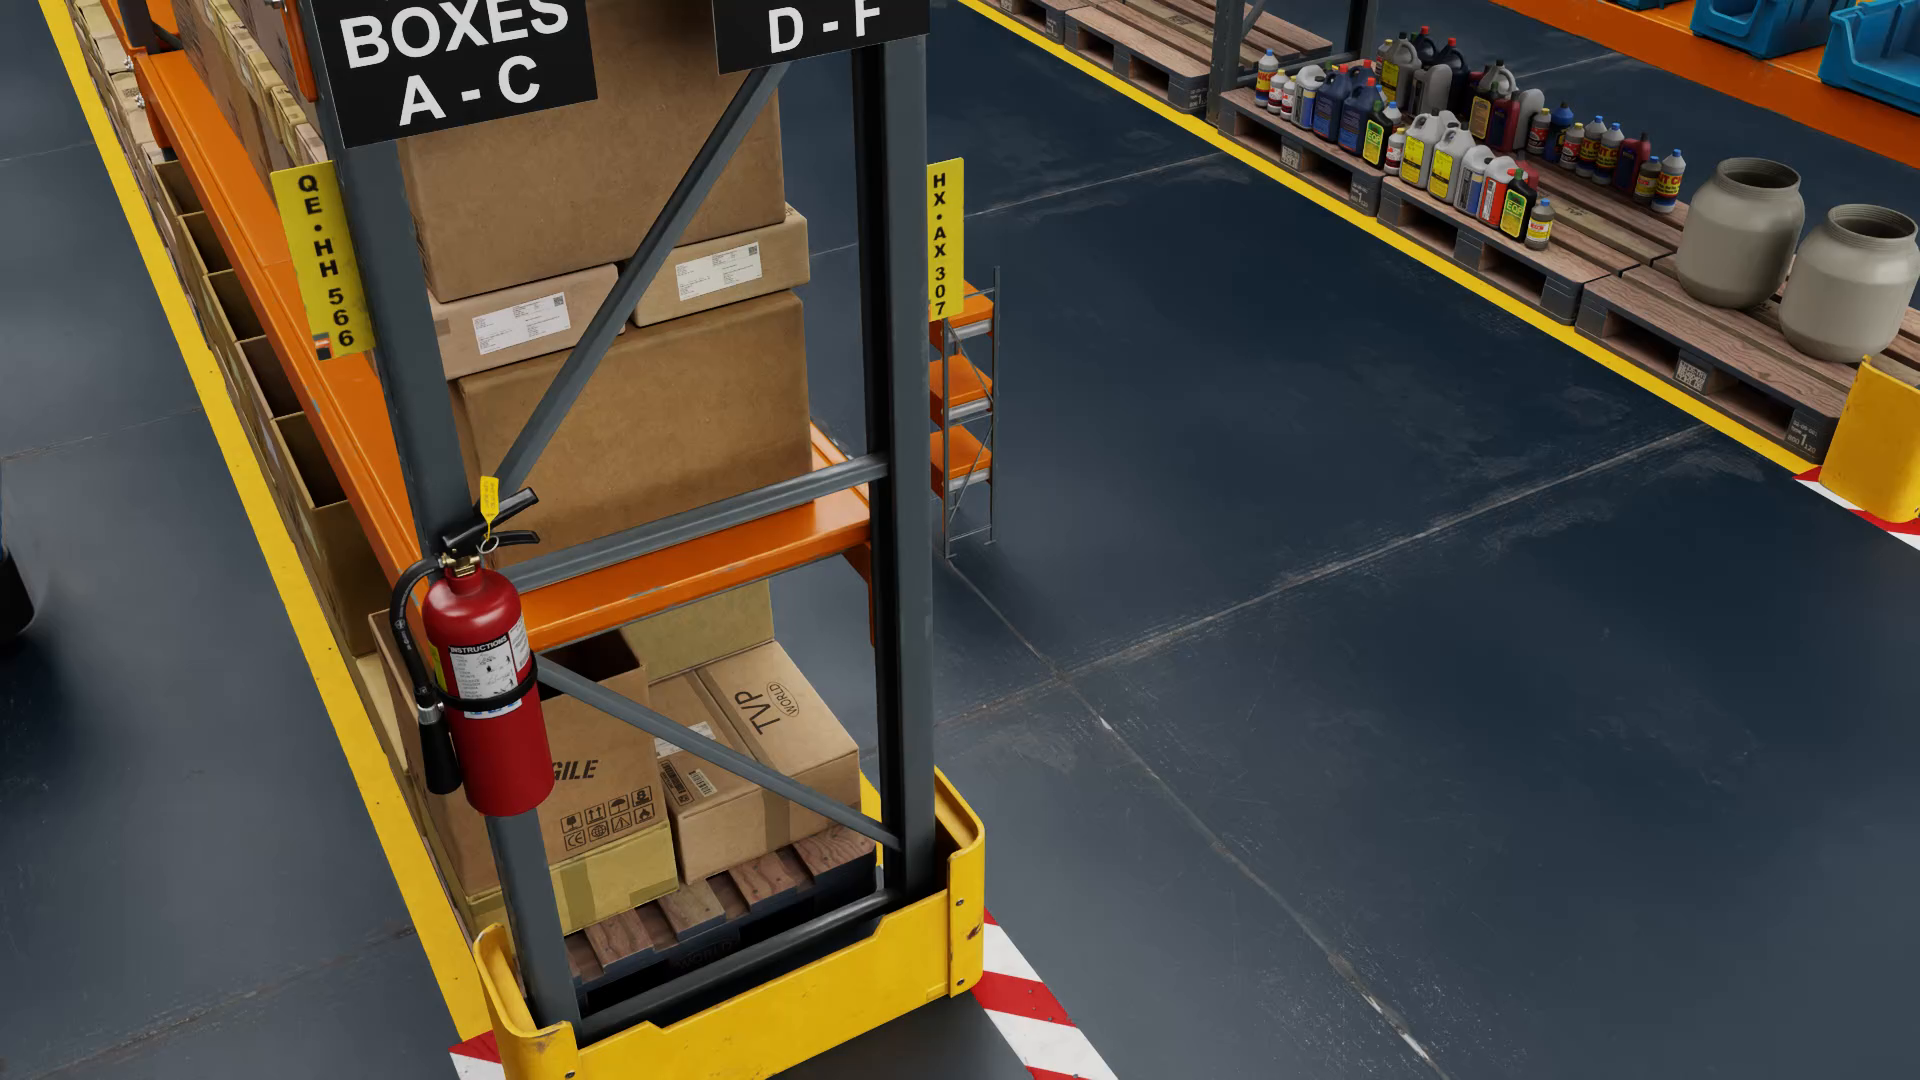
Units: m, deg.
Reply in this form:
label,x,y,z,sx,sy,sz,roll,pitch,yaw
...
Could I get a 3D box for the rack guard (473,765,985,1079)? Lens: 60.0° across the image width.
label,x,y,z,sx,sy,sz,roll,pitch,yaw
rack guard,-0.509,0.995,3.963,1.175,0.500,0.348,-19,40,-24

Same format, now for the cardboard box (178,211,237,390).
label,x,y,z,sx,sy,sz,roll,pitch,yaw
cardboard box,-2.310,-0.846,5.705,0.500,0.500,0.500,-19,40,-24

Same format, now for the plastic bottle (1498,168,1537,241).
label,x,y,z,sx,sy,sz,roll,pitch,yaw
plastic bottle,2.388,-1.434,7.100,0.061,0.283,0.133,-18,40,-23

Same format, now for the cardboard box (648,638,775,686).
label,x,y,z,sx,sy,sz,roll,pitch,yaw
cardboard box,-0.852,0.321,4.742,0.500,0.250,0.500,-19,40,-24

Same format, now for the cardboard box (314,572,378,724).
label,x,y,z,sx,sy,sz,roll,pitch,yaw
cardboard box,-1.560,0.223,4.877,0.500,0.250,0.500,-19,40,-24

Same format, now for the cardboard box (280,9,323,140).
label,x,y,z,sx,sy,sz,roll,pitch,yaw
cardboard box,-1.040,-1.126,3.564,0.700,0.500,0.500,-20,41,-25

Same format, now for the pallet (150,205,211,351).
label,x,y,z,sx,sy,sz,roll,pitch,yaw
pallet,-2.934,-1.304,7.357,1.003,0.211,1.213,-19,40,-24

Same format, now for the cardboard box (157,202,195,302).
label,x,y,z,sx,sy,sz,roll,pitch,yaw
cardboard box,-2.989,-1.251,6.895,0.500,0.250,0.500,-19,40,-24

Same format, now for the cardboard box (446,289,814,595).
label,x,y,z,sx,sy,sz,roll,pitch,yaw
cardboard box,-0.744,-0.309,3.544,0.700,0.500,0.500,-19,40,-24

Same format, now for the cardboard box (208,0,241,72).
label,x,y,z,sx,sy,sz,roll,pitch,yaw
cardboard box,-1.781,-1.385,4.469,0.380,0.149,0.250,-19,40,-24

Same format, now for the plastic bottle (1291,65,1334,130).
label,x,y,z,sx,sy,sz,roll,pitch,yaw
plastic bottle,1.722,-2.161,8.101,0.152,0.276,0.135,-17,40,-22

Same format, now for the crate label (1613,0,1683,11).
label,x,y,z,sx,sy,sz,roll,pitch,yaw
crate label,2.606,-2.365,6.415,0.502,0.435,0.616,-19,40,-24

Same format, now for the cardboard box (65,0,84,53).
label,x,y,z,sx,sy,sz,roll,pitch,yaw
cardboard box,-4.531,-2.811,9.031,0.500,0.250,0.500,-19,40,-24

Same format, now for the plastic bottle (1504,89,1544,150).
label,x,y,z,sx,sy,sz,roll,pitch,yaw
plastic bottle,2.664,-2.020,7.909,0.152,0.276,0.135,-18,40,-23

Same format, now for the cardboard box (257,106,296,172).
label,x,y,z,sx,sy,sz,roll,pitch,yaw
cardboard box,-1.524,-1.097,4.624,0.700,0.500,0.500,-18,40,-23

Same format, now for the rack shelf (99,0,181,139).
label,x,y,z,sx,sy,sz,roll,pitch,yaw
rack shelf,-3.535,-2.796,7.644,1.077,0.370,4.000,-19,40,-24

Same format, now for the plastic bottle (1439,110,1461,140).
label,x,y,z,sx,sy,sz,roll,pitch,yaw
plastic bottle,2.225,-1.819,7.633,0.152,0.276,0.135,-19,40,-24

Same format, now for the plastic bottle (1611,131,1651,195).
label,x,y,z,sx,sy,sz,roll,pitch,yaw
plastic bottle,3.025,-1.711,7.479,0.061,0.283,0.133,-18,40,-23

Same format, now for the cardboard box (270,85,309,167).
label,x,y,z,sx,sy,sz,roll,pitch,yaw
cardboard box,-1.395,-0.993,3.932,0.380,0.149,0.250,-18,40,-23

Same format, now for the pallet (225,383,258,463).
label,x,y,z,sx,sy,sz,roll,pitch,yaw
pallet,-2.167,-0.522,6.286,1.003,0.211,1.213,-19,40,-24

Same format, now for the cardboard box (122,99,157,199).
label,x,y,z,sx,sy,sz,roll,pitch,yaw
cardboard box,-3.248,-1.737,7.085,0.500,0.311,0.500,-18,40,-23

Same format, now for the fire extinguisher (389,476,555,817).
label,x,y,z,sx,sy,sz,roll,pitch,yaw
fire extinguisher,-0.863,0.203,2.995,0.296,0.674,0.183,-19,40,-24

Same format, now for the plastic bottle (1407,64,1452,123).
label,x,y,z,sx,sy,sz,roll,pitch,yaw
plastic bottle,2.308,-2.212,8.172,0.152,0.276,0.135,-19,40,-24

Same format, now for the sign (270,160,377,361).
label,x,y,z,sx,sy,sz,roll,pitch,yaw
sign,-0.997,-0.436,2.621,0.100,0.325,0.005,-19,40,-24

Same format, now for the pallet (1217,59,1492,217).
label,x,y,z,sx,sy,sz,roll,pitch,yaw
pallet,2.056,-2.051,8.379,1.003,0.211,1.213,-19,40,-24

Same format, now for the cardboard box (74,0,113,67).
label,x,y,z,sx,sy,sz,roll,pitch,yaw
cardboard box,-4.005,-2.511,8.145,0.500,0.311,0.500,-20,41,-25

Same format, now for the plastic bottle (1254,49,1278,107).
label,x,y,z,sx,sy,sz,roll,pitch,yaw
plastic bottle,1.536,-2.316,8.317,0.097,0.271,0.097,0,36,0

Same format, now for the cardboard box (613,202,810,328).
label,x,y,z,sx,sy,sz,roll,pitch,yaw
cardboard box,-0.532,-0.593,3.383,0.380,0.149,0.250,-19,40,-24

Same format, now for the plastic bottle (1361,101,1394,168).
label,x,y,z,sx,sy,sz,roll,pitch,yaw
plastic bottle,1.943,-1.885,7.718,0.061,0.283,0.133,-17,39,-22

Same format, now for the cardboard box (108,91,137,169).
label,x,y,z,sx,sy,sz,roll,pitch,yaw
cardboard box,-3.754,-2.030,7.962,0.500,0.250,0.500,-18,40,-23

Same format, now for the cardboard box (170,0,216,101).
label,x,y,z,sx,sy,sz,roll,pitch,yaw
cardboard box,-2.302,-1.882,5.699,0.700,0.500,0.500,-20,41,-25

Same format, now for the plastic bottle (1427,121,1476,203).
label,x,y,z,sx,sy,sz,roll,pitch,yaw
plastic bottle,2.203,-1.697,7.404,0.144,0.351,0.185,-17,40,-22

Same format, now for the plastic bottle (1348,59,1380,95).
label,x,y,z,sx,sy,sz,roll,pitch,yaw
plastic bottle,1.926,-2.148,8.021,0.144,0.351,0.185,-19,40,-24

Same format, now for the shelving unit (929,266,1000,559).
label,x,y,z,sx,sy,sz,roll,pitch,yaw
shelving unit,-0.027,-0.451,5.478,0.215,1.050,0.252,-19,40,-24

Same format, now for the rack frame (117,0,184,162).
label,x,y,z,sx,sy,sz,roll,pitch,yaw
rack frame,-2.530,-2.066,6.036,1.000,3.000,0.127,-19,40,-24

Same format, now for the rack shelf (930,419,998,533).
label,x,y,z,sx,sy,sz,roll,pitch,yaw
rack shelf,-0.027,-0.218,5.648,0.215,0.259,0.240,-19,40,-24

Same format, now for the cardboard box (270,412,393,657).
label,x,y,z,sx,sy,sz,roll,pitch,yaw
cardboard box,-1.562,-0.079,4.655,0.500,0.500,0.500,-19,40,-24

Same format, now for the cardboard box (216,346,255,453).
label,x,y,z,sx,sy,sz,roll,pitch,yaw
cardboard box,-2.313,-0.543,5.925,0.500,0.250,0.500,-19,40,-24

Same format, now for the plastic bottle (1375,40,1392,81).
label,x,y,z,sx,sy,sz,roll,pitch,yaw
plastic bottle,2.206,-2.487,8.611,0.097,0.201,0.097,0,36,0

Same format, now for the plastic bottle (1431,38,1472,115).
label,x,y,z,sx,sy,sz,roll,pitch,yaw
plastic bottle,2.424,-2.299,8.228,0.144,0.351,0.185,-21,41,-26

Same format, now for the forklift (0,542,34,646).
label,x,y,z,sx,sy,sz,roll,pitch,yaw
forklift,-4.519,-0.921,4.526,3.031,2.935,1.130,12,38,16

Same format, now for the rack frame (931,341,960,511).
label,x,y,z,sx,sy,sz,roll,pitch,yaw
rack frame,-0.088,-0.513,5.563,0.200,1.050,0.008,-19,40,-24

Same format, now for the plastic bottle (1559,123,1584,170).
label,x,y,z,sx,sy,sz,roll,pitch,yaw
plastic bottle,2.850,-1.833,7.716,0.097,0.201,0.097,0,36,0
